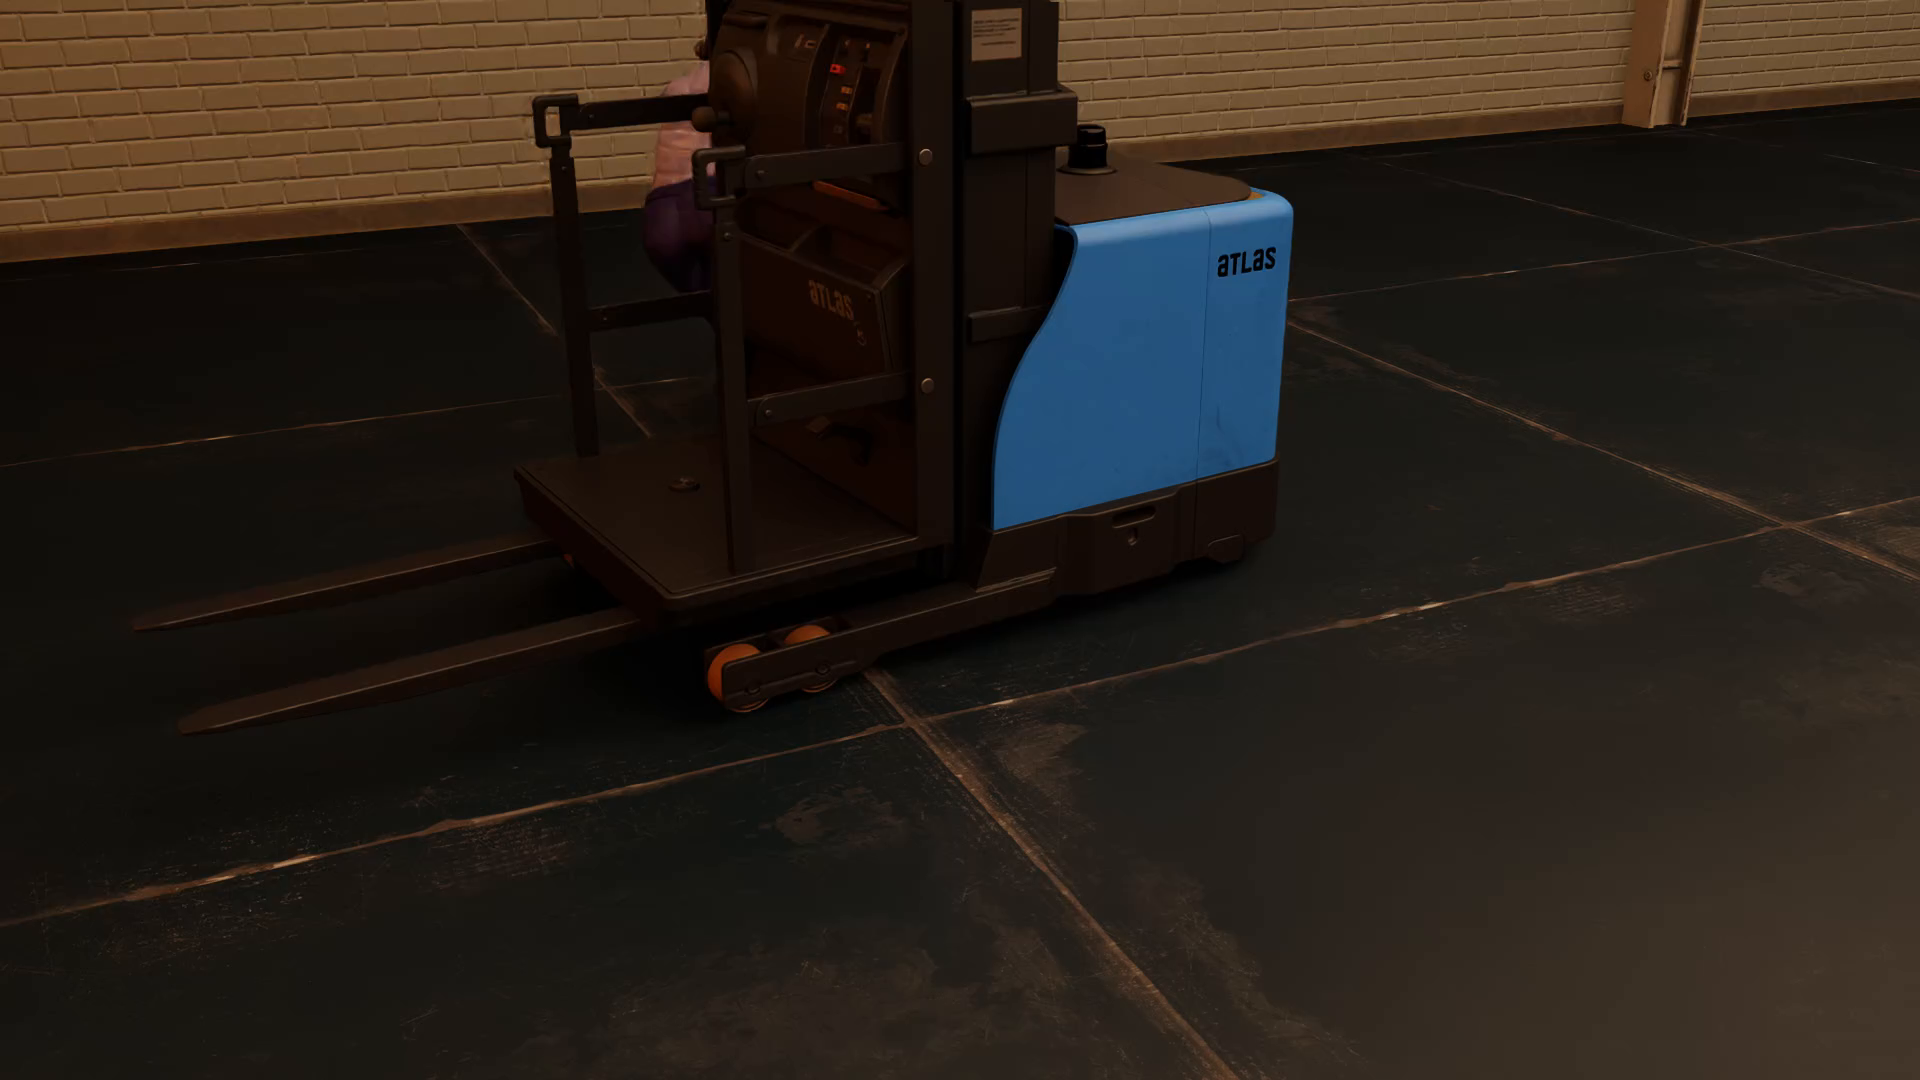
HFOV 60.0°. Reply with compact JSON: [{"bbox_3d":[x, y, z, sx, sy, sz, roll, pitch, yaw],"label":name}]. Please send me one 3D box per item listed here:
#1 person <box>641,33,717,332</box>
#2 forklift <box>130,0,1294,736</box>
[{"bbox_3d":[-0.713,-1.186,6.139,0.899,1.431,0.981,8,24,18],"label":"person"},{"bbox_3d":[-0.571,-1.160,4.078,3.031,2.935,1.130,-14,26,-30],"label":"forklift"}]
